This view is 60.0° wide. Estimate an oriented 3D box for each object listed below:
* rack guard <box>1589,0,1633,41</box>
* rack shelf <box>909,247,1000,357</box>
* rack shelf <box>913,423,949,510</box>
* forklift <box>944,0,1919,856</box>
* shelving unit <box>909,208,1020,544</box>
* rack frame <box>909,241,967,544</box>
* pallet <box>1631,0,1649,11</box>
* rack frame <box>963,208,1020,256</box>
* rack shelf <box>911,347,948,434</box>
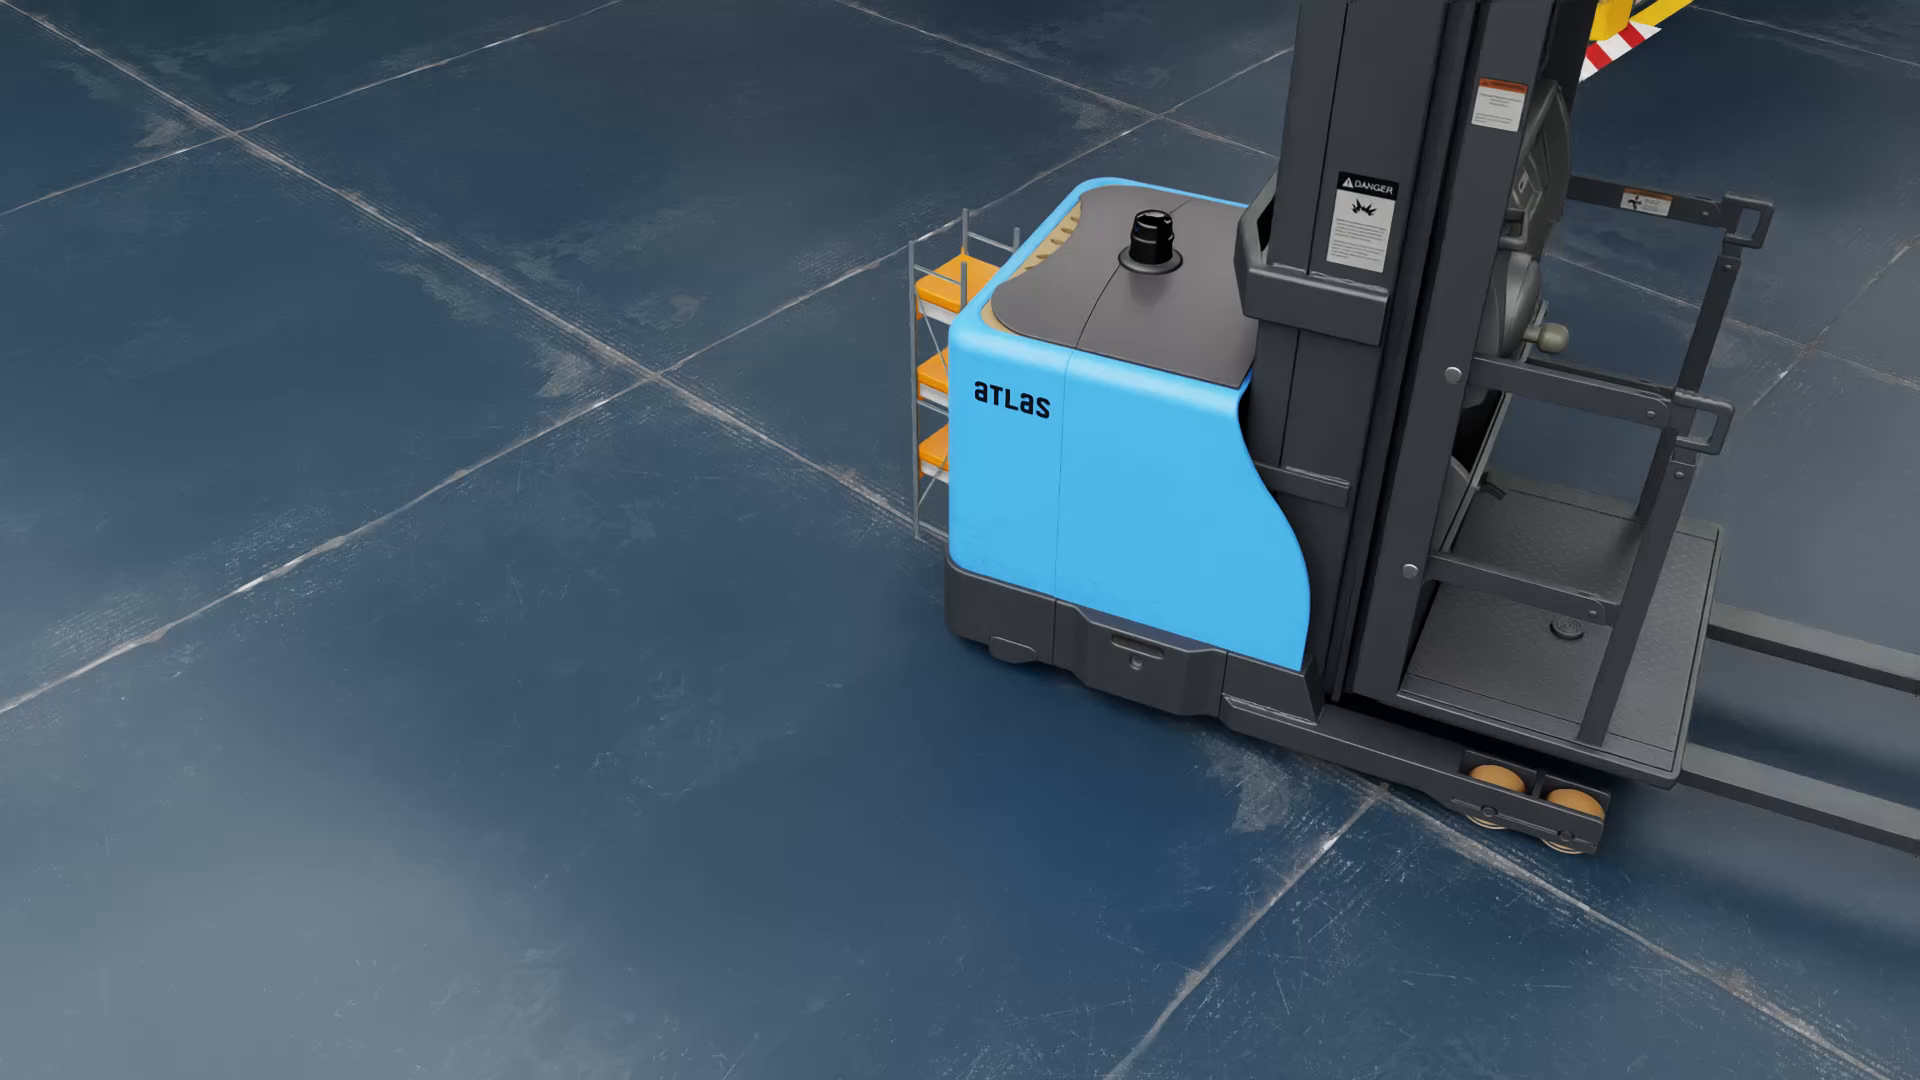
[{"bbox_3d":[2.929,-3.034,8.664,1.175,0.500,0.348,30,47,32],"label":"rack guard"},{"bbox_3d":[0.014,-0.652,4.788,0.215,0.259,0.240,26,45,29],"label":"rack shelf"},{"bbox_3d":[0.013,-0.212,5.137,0.215,0.259,0.240,26,45,29],"label":"rack shelf"},{"bbox_3d":[1.512,-0.727,3.809,3.031,2.935,1.130,17,41,20],"label":"forklift"},{"bbox_3d":[0.013,-0.438,4.957,0.215,1.050,0.252,26,45,29],"label":"shelving unit"},{"bbox_3d":[-0.062,-0.378,4.882,0.200,1.050,0.008,26,45,29],"label":"rack frame"},{"bbox_3d":[3.481,-3.292,9.220,1.003,0.211,1.213,30,47,32],"label":"pallet"},{"bbox_3d":[0.088,-0.498,5.033,0.200,1.050,0.008,26,45,29],"label":"rack frame"},{"bbox_3d":[0.013,-0.430,4.964,0.215,0.259,0.240,26,45,29],"label":"rack shelf"}]
